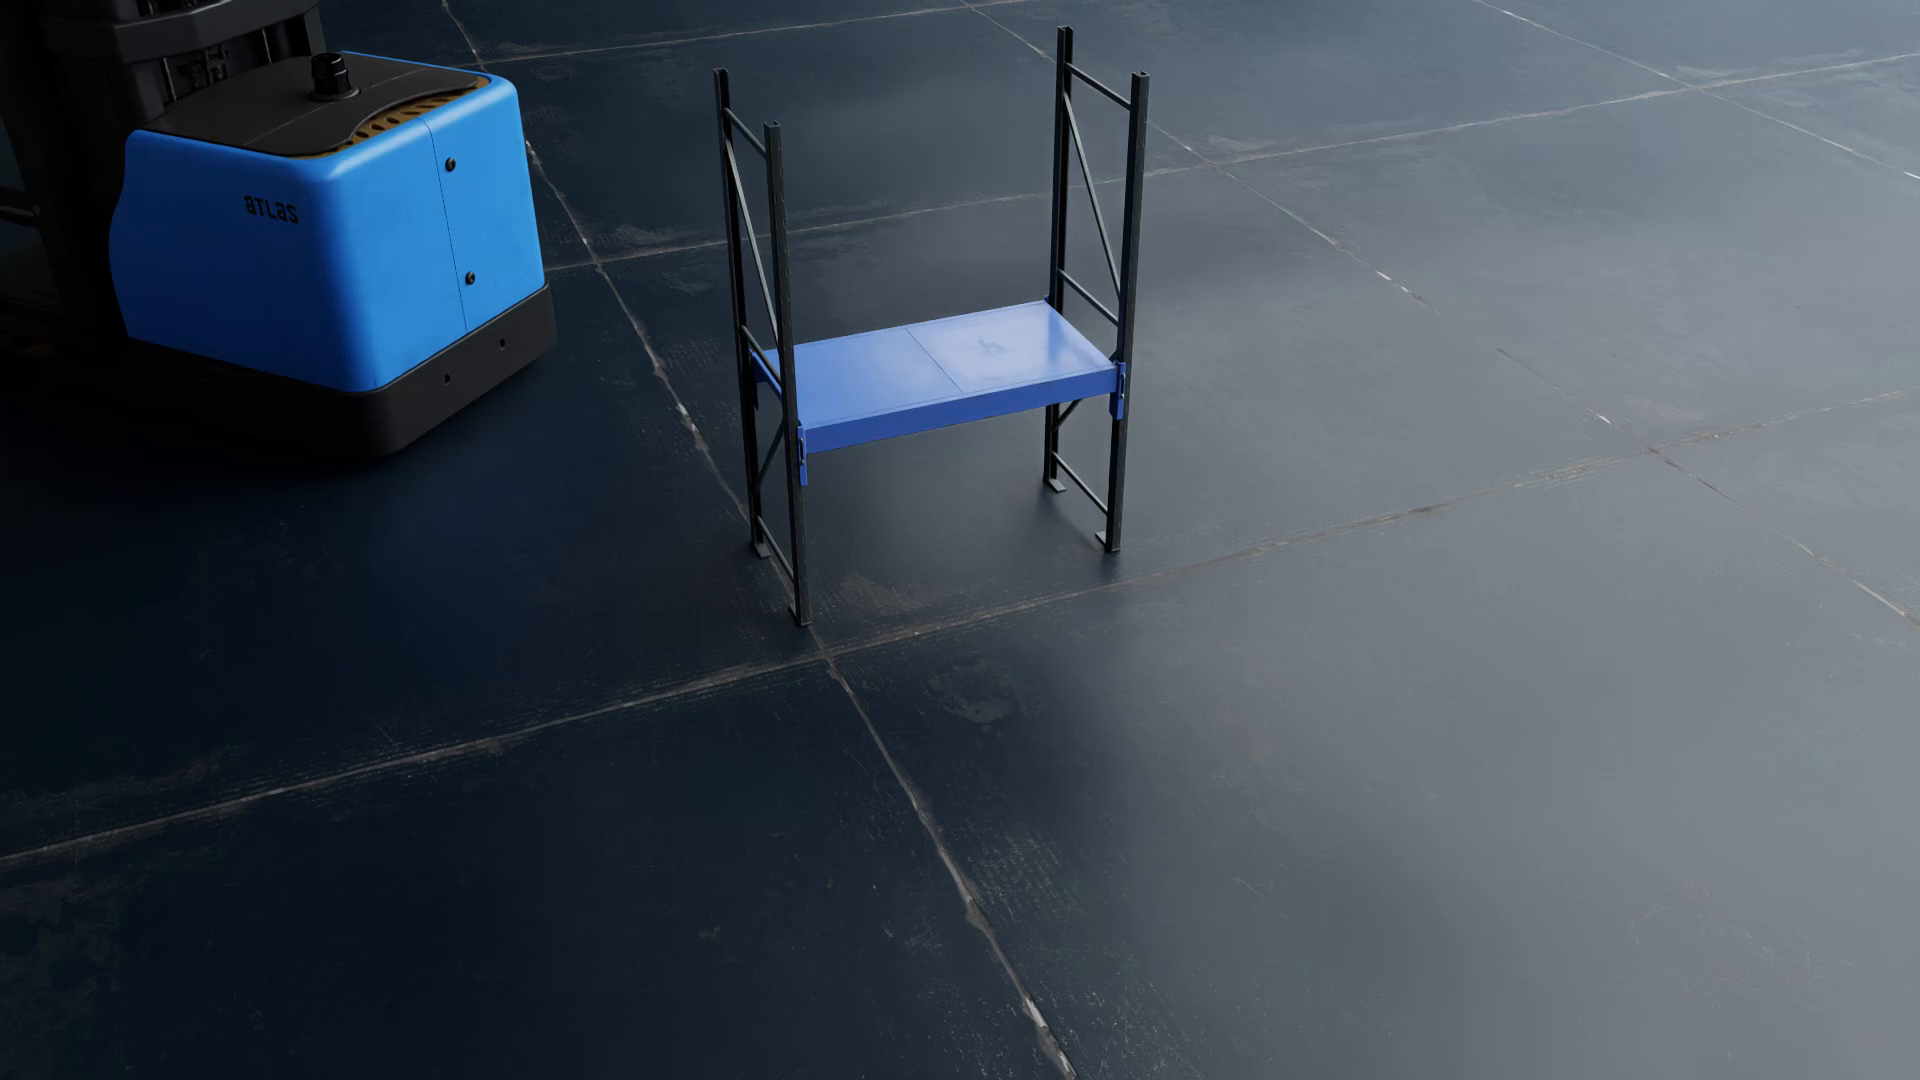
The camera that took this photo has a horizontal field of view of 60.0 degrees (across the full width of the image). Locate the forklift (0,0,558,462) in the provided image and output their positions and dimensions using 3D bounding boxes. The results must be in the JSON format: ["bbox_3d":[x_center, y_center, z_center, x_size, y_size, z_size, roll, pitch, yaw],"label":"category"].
[{"bbox_3d":[-3.075,-2.026,5.677,3.031,2.935,1.130,14,36,21],"label":"forklift"}]

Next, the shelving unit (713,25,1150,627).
[{"bbox_3d":[-0.079,-0.611,4.813,1.048,1.500,0.538,-13,35,-19],"label":"shelving unit"}]

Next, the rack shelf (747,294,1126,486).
[{"bbox_3d":[-0.079,-0.460,4.911,1.000,0.185,0.538,-13,35,-19],"label":"rack shelf"}]

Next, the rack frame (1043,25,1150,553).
[{"bbox_3d":[0.390,-0.718,4.978,0.032,1.500,0.500,-13,35,-19],"label":"rack frame"}]

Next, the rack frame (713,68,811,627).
[{"bbox_3d":[-0.547,-0.503,4.648,0.032,1.500,0.500,-13,35,-19],"label":"rack frame"}]
